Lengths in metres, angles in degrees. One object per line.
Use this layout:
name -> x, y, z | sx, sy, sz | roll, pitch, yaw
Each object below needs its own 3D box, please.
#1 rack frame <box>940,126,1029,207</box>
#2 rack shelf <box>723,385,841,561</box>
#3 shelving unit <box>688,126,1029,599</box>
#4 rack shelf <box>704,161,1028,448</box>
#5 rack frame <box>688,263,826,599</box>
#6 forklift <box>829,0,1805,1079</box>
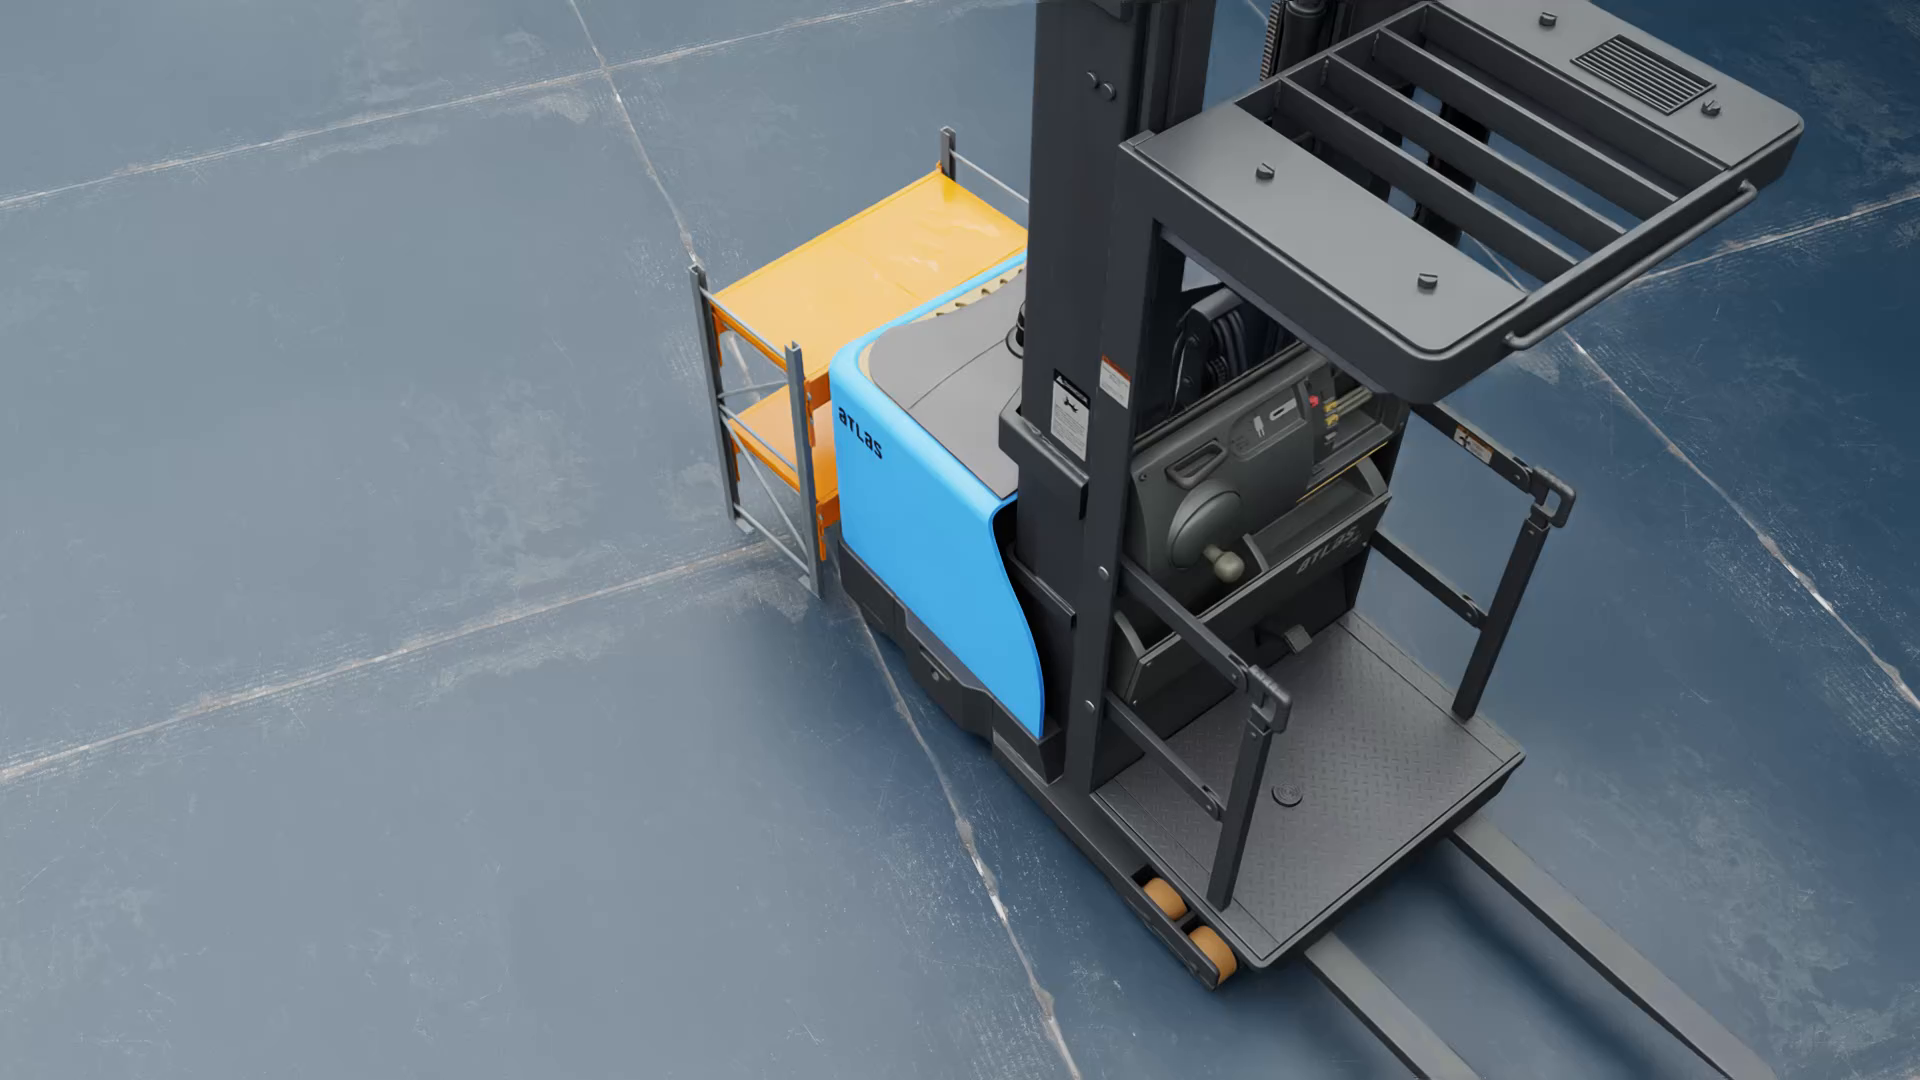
rack frame -> 0.115, -0.839, 5.729 | 0.032, 1.125, 0.500 | -35, 58, -26
rack shelf -> -0.258, -0.418, 5.690 | 1.000, 0.278, 0.538 | -35, 58, -26
shelving unit -> -0.258, -0.577, 5.504 | 1.048, 1.125, 0.538 | -35, 58, -26
rack shelf -> -0.258, -0.768, 5.282 | 1.000, 0.278, 0.538 | -35, 58, -26
rack frame -> -0.632, -0.316, 5.280 | 0.032, 1.125, 0.500 | -35, 58, -26
forklift -> 0.911, -0.142, 3.940 | 1.130, 2.935, 3.031 | -31, 56, -24
